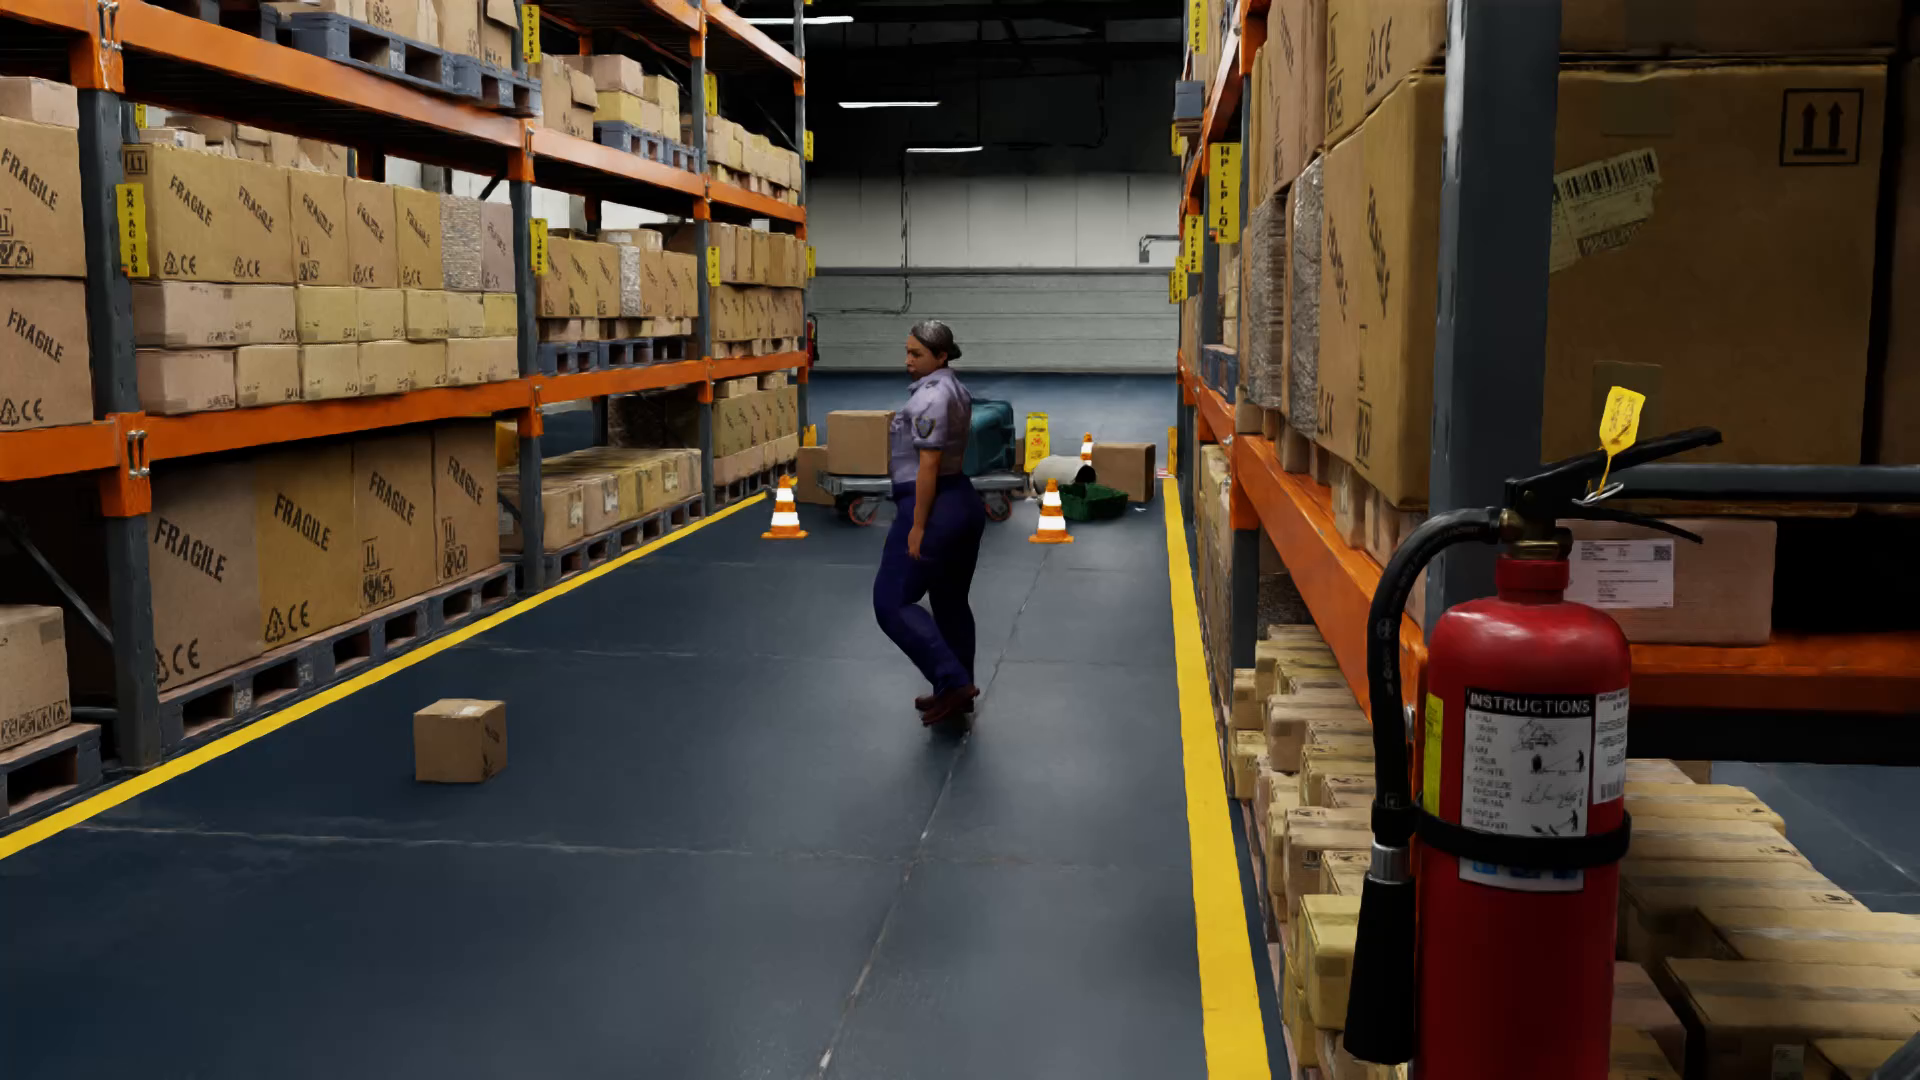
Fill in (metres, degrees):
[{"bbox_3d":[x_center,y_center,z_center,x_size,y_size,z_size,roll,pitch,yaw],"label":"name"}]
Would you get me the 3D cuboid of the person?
[{"bbox_3d":[-0.070,-0.066,6.753,0.433,1.649,0.529,3,8,22],"label":"person"}]
